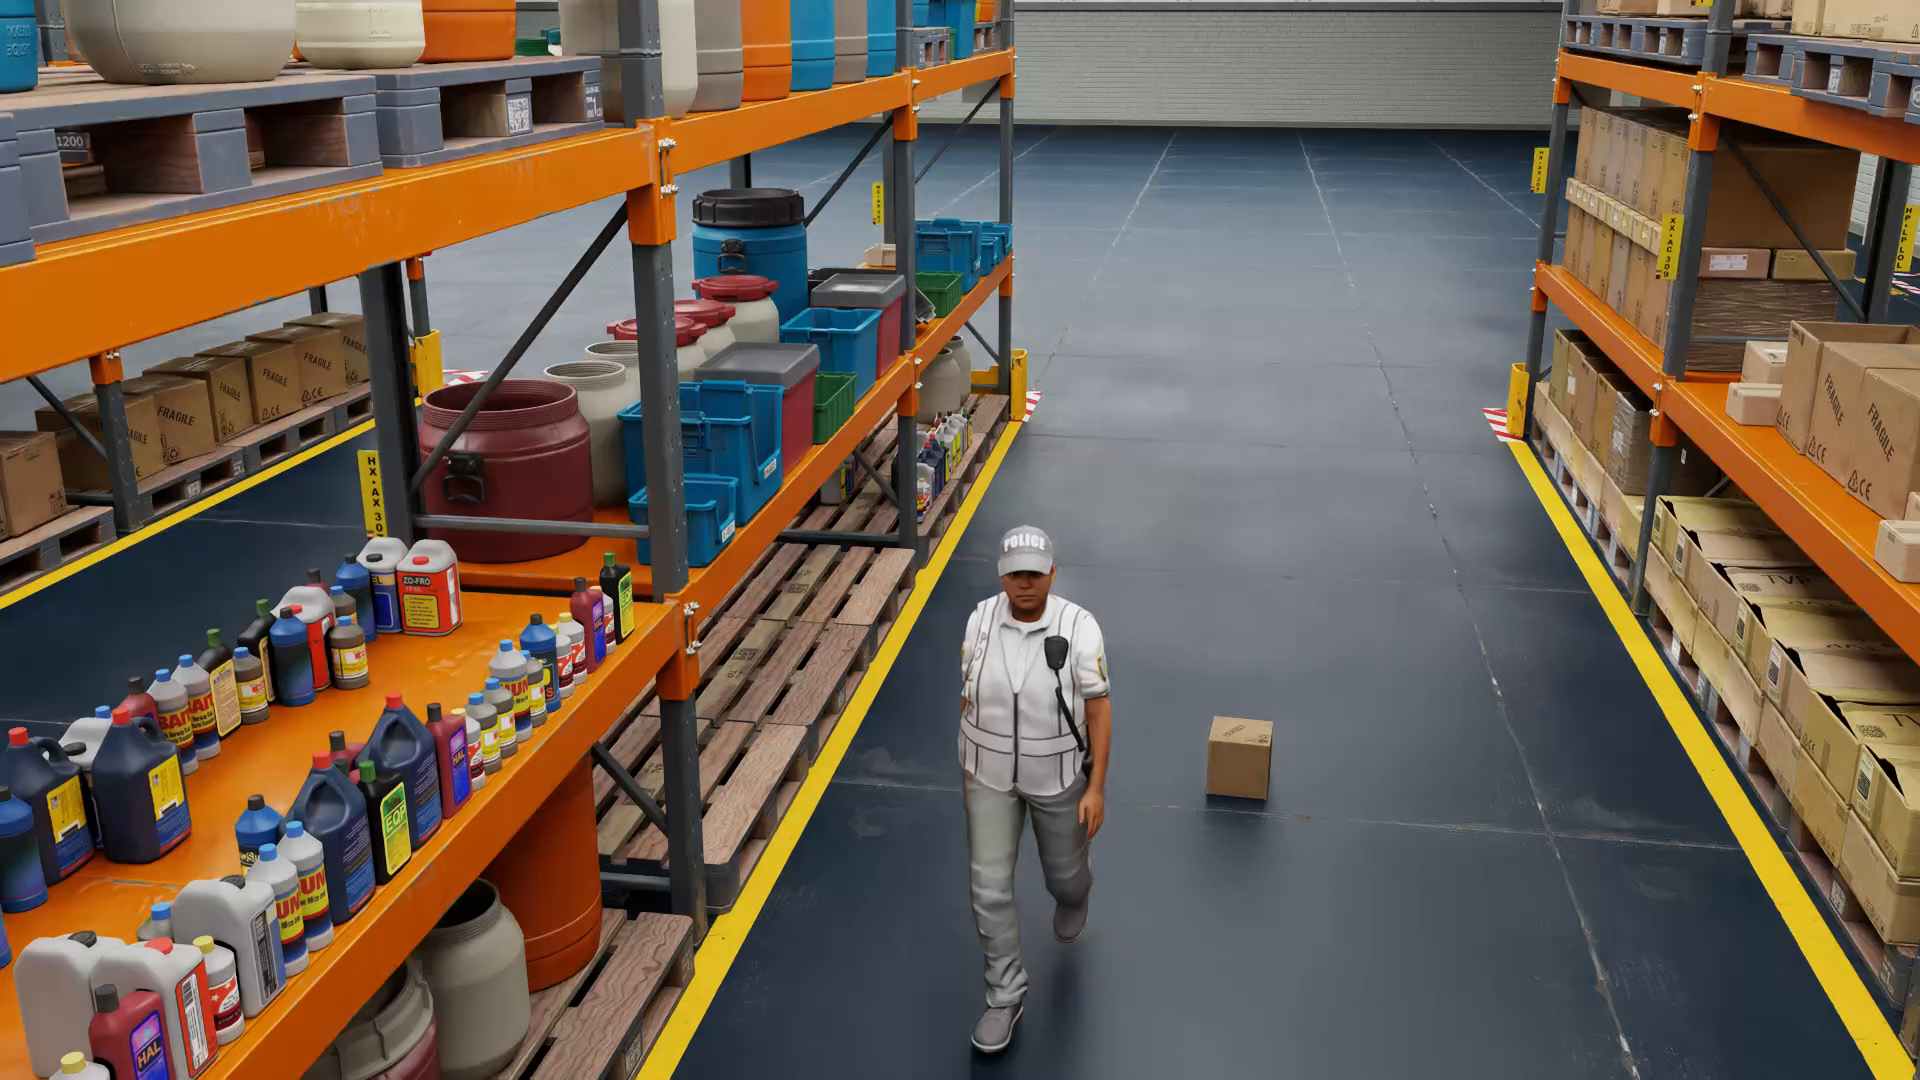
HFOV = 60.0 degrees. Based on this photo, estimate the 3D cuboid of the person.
[{"bbox_3d":[0.242,0.718,5.317,0.492,1.623,0.858,4,18,12],"label":"person"}]
